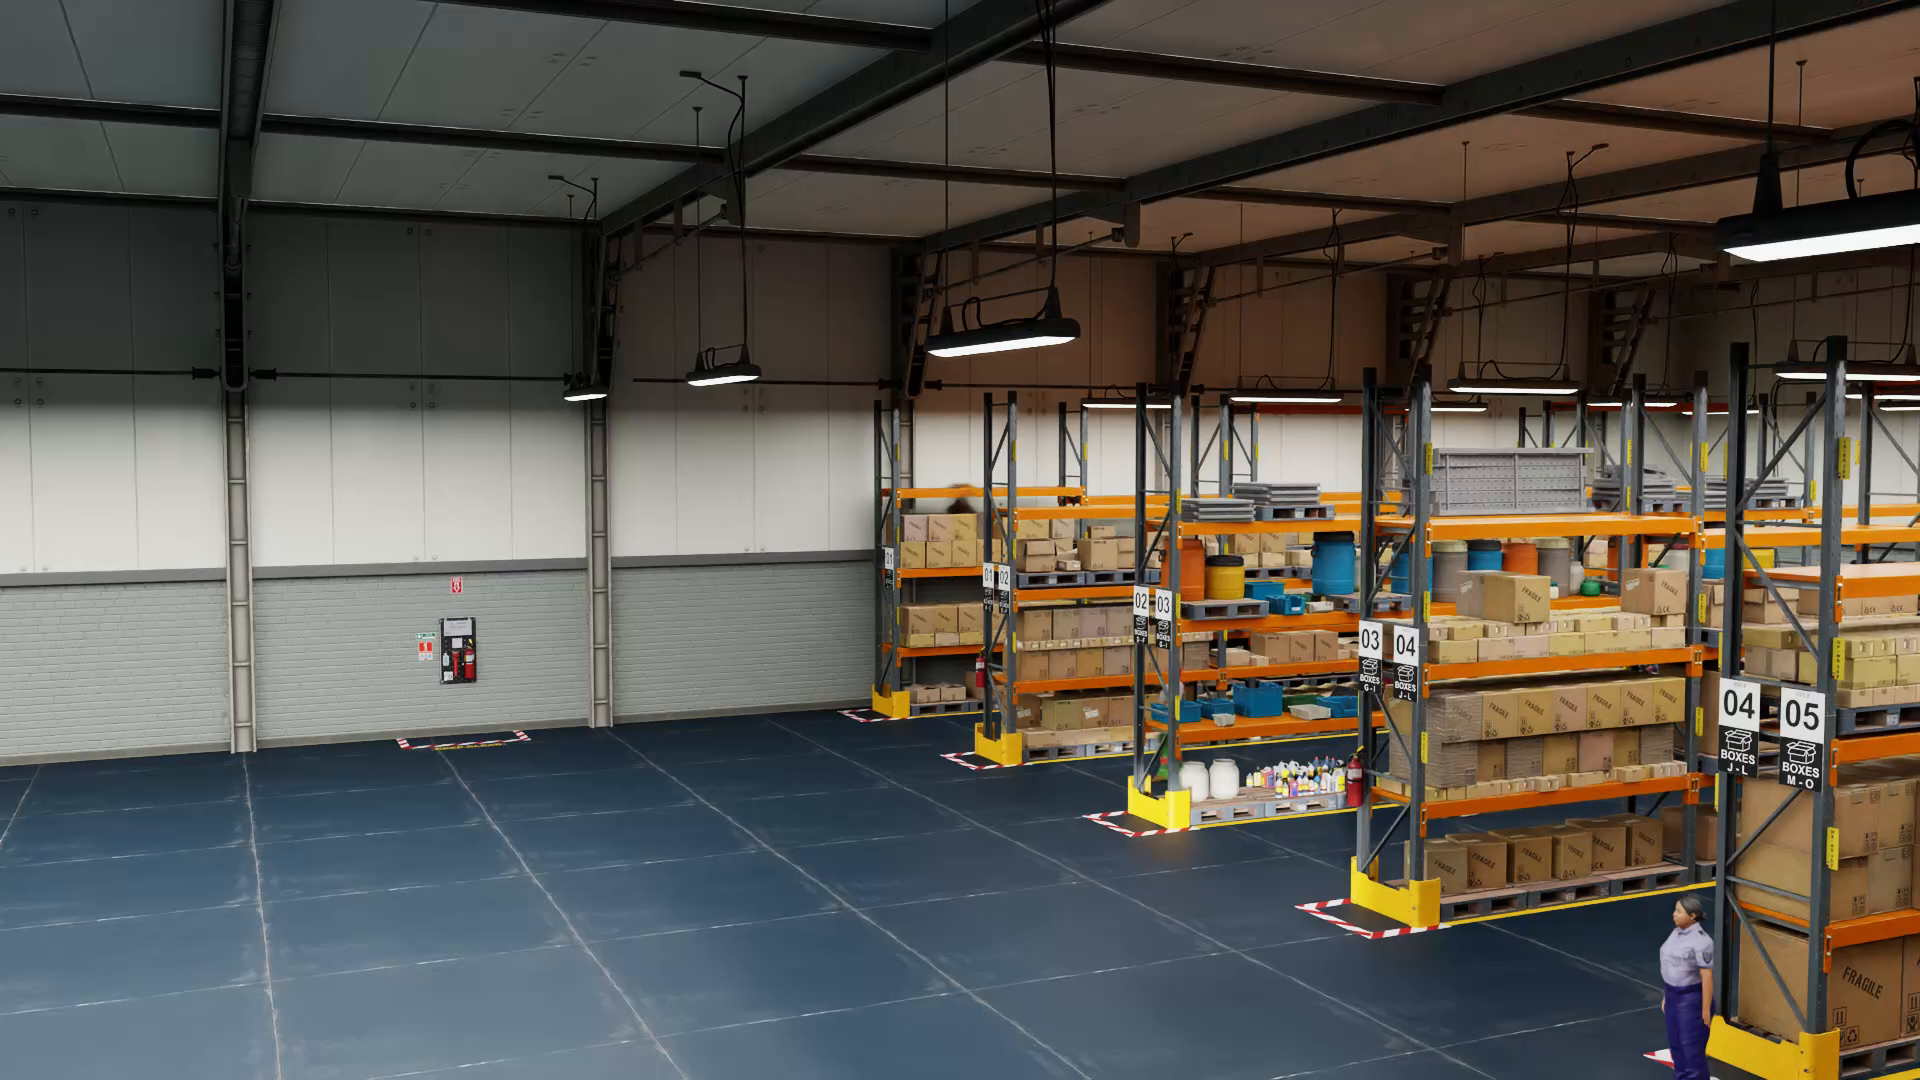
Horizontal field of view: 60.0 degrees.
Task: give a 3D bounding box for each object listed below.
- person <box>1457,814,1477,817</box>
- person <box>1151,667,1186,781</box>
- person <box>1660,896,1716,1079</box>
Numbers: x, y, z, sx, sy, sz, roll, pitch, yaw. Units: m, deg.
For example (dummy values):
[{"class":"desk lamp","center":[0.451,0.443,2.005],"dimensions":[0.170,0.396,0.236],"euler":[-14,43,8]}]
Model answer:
[{"class":"person","center":[6.918,3.001,23.051],"dimensions":[0.498,1.675,0.498],"euler":[1,4,19]},{"class":"person","center":[3.181,2.791,25.525],"dimensions":[0.504,1.819,0.570],"euler":[2,4,24]},{"class":"person","center":[5.603,3.604,12.844],"dimensions":[0.412,1.679,0.604],"euler":[0,3,-3]}]
